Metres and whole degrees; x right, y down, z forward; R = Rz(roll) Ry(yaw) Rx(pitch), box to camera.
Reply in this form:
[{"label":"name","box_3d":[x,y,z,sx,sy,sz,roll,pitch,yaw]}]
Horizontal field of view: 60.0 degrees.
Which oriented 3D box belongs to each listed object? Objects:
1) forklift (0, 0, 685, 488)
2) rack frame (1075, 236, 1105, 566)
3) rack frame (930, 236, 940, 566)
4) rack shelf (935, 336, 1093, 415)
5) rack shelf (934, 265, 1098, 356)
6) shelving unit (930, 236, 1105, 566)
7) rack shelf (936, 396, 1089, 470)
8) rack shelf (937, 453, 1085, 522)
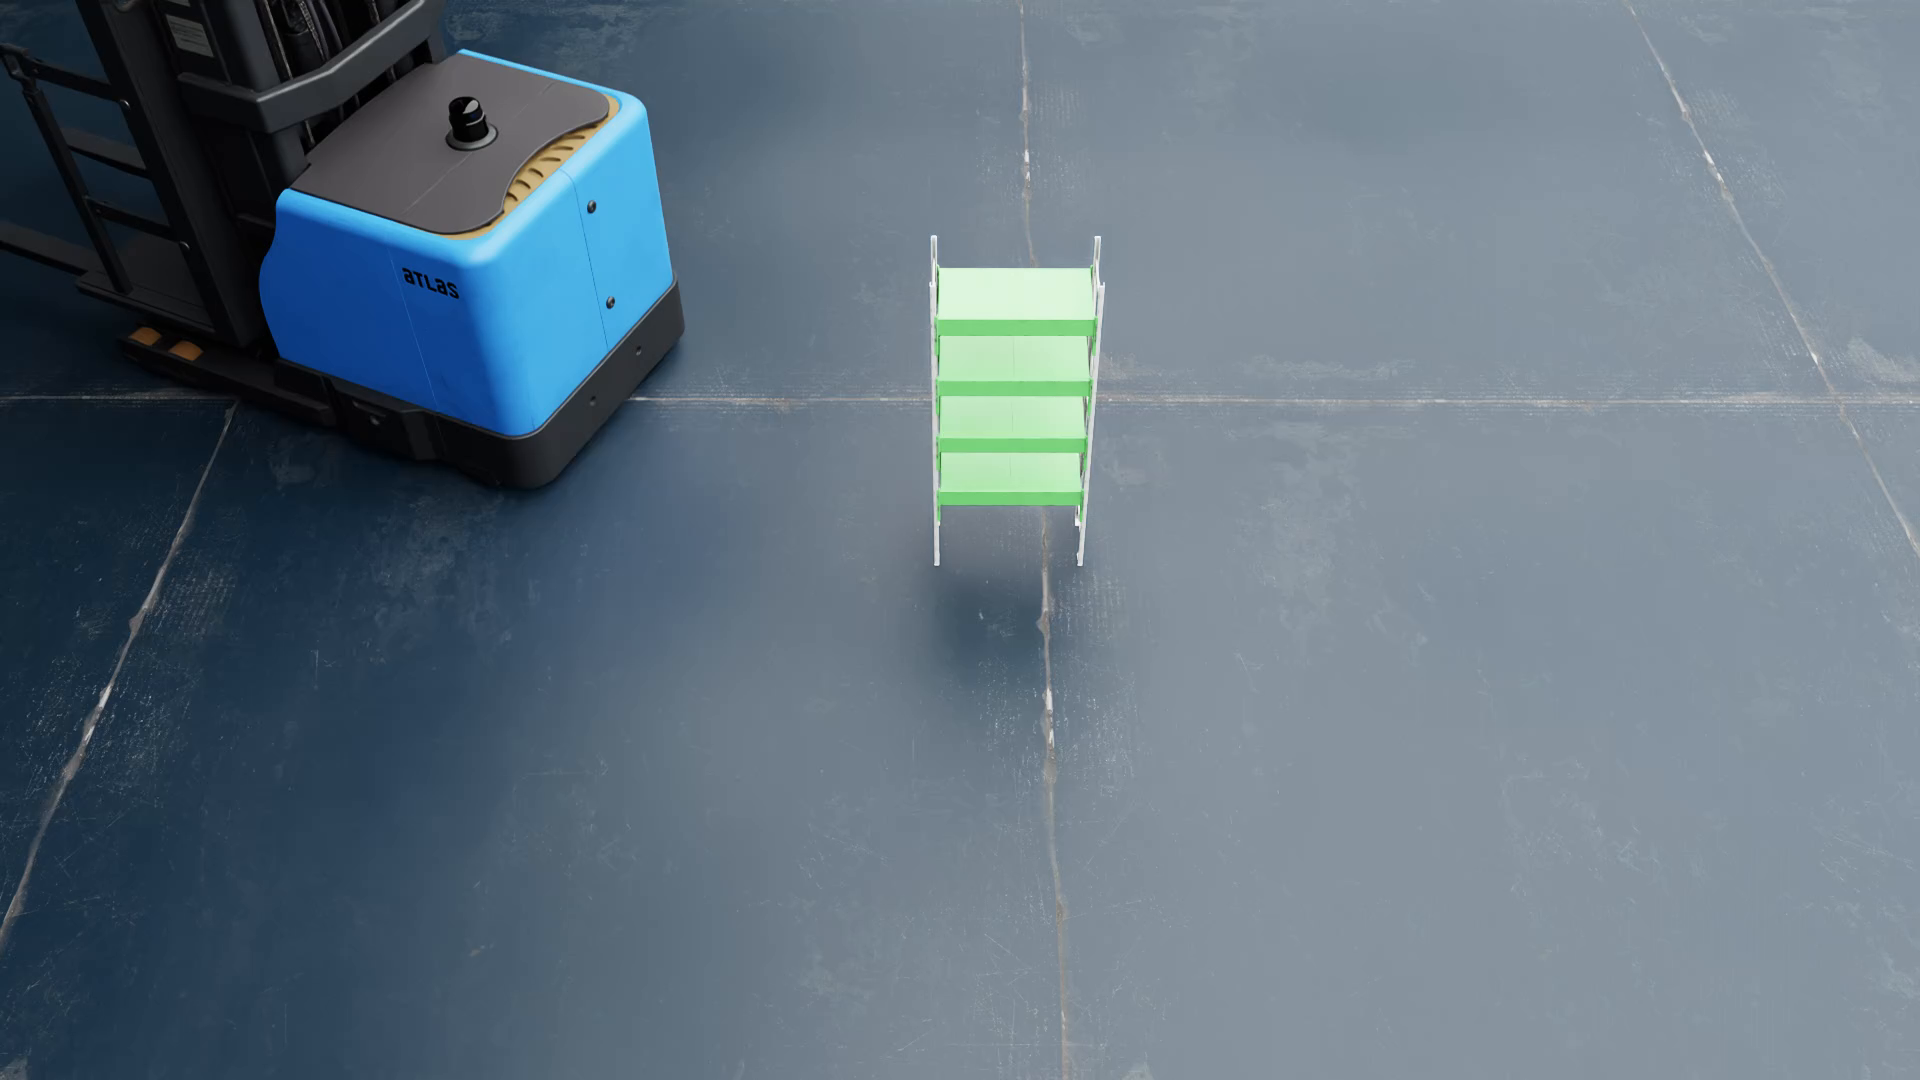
[{"label":"forklift","box_3d":[-2.621,-1.916,5.531,3.031,2.935,1.130,19,50,17]},{"label":"rack frame","box_3d":[0.410,-0.408,5.310,0.015,1.200,0.240,0,47,0]},{"label":"rack frame","box_3d":[-0.078,-0.409,5.311,0.015,1.200,0.240,0,47,0]},{"label":"rack shelf","box_3d":[0.166,-0.528,5.181,0.480,0.148,0.258,0,47,0]},{"label":"rack shelf","box_3d":[0.166,-0.692,5.006,0.480,0.148,0.258,0,47,0]},{"label":"shelving unit","box_3d":[0.166,-0.408,5.310,0.503,1.200,0.258,0,47,0]},{"label":"rack shelf","box_3d":[0.166,-0.365,5.357,0.480,0.148,0.258,0,47,0]},{"label":"rack shelf","box_3d":[0.166,-0.201,5.533,0.480,0.148,0.258,0,47,0]}]
